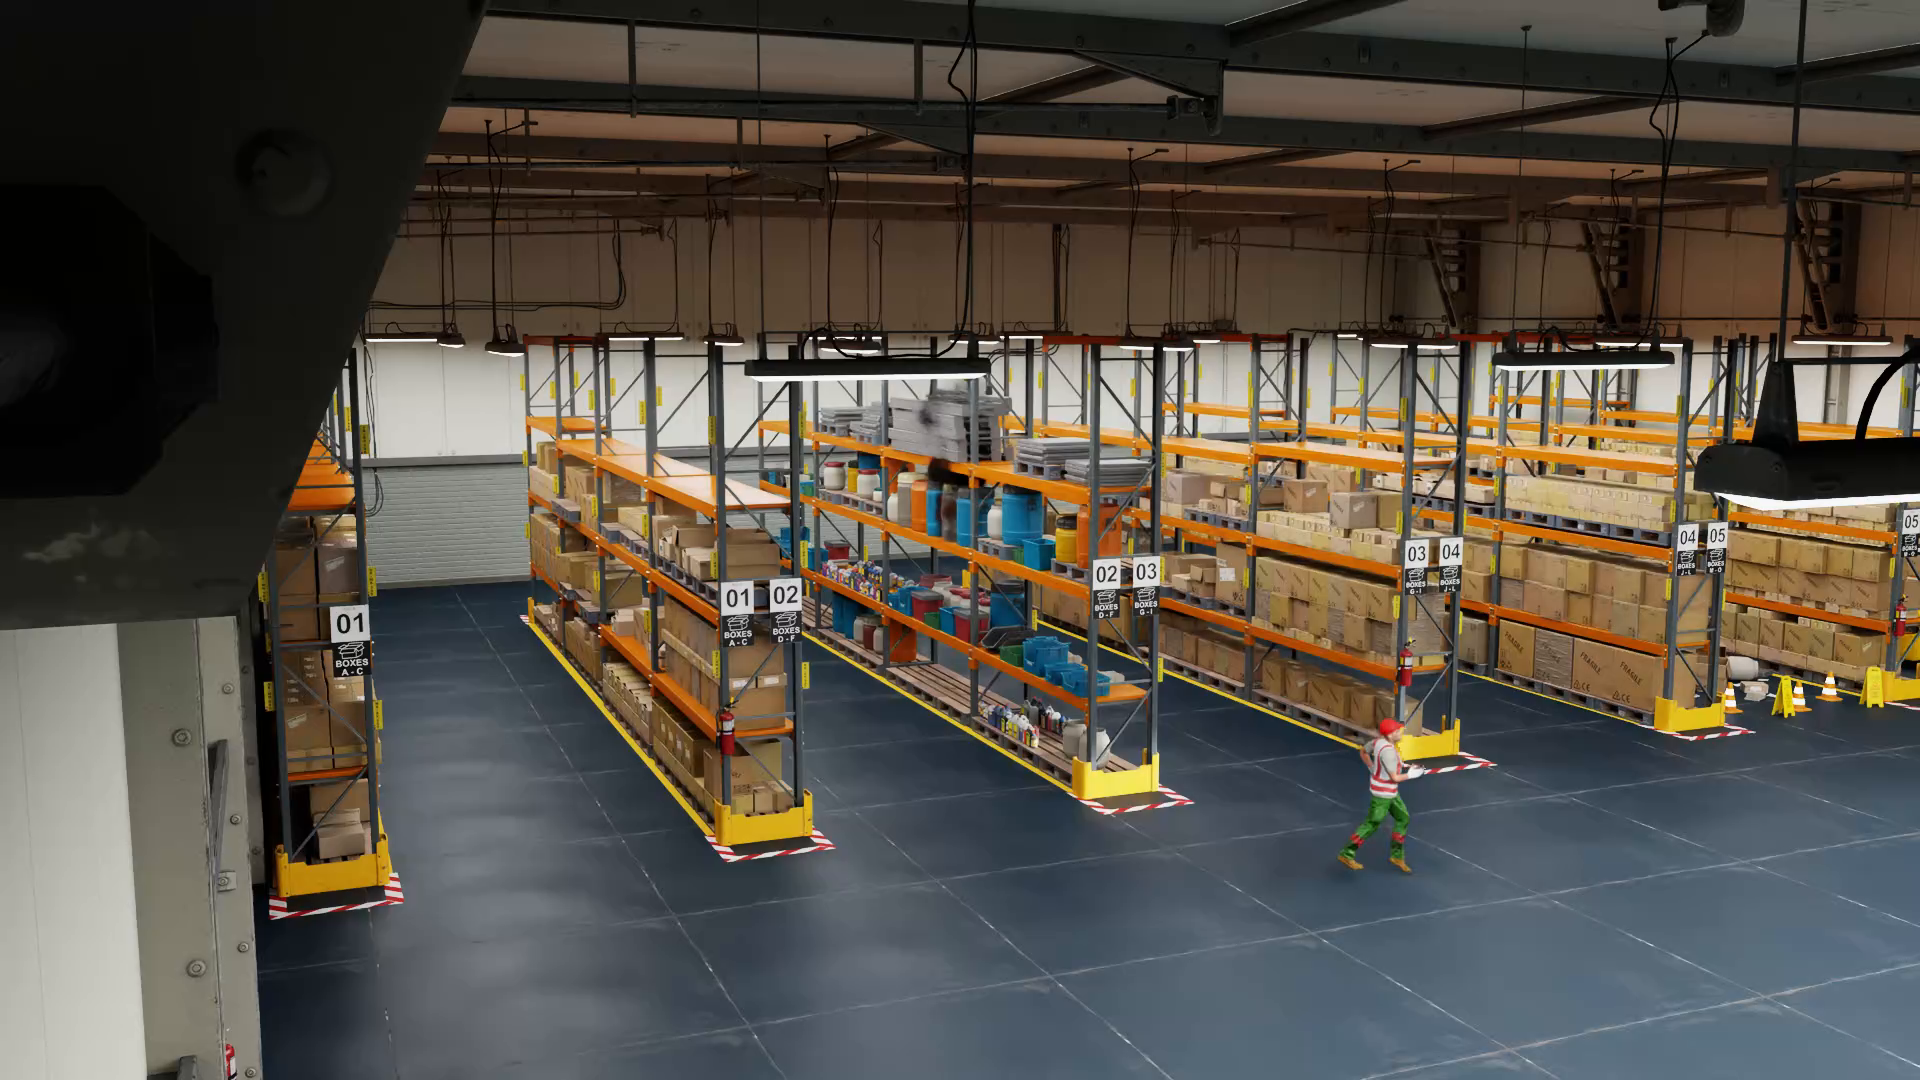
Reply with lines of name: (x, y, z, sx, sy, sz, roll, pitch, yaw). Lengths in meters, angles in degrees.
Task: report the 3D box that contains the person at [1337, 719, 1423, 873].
person: (4.811, 2.927, 19.018, 0.908, 1.829, 0.673, 1, 8, 9)
